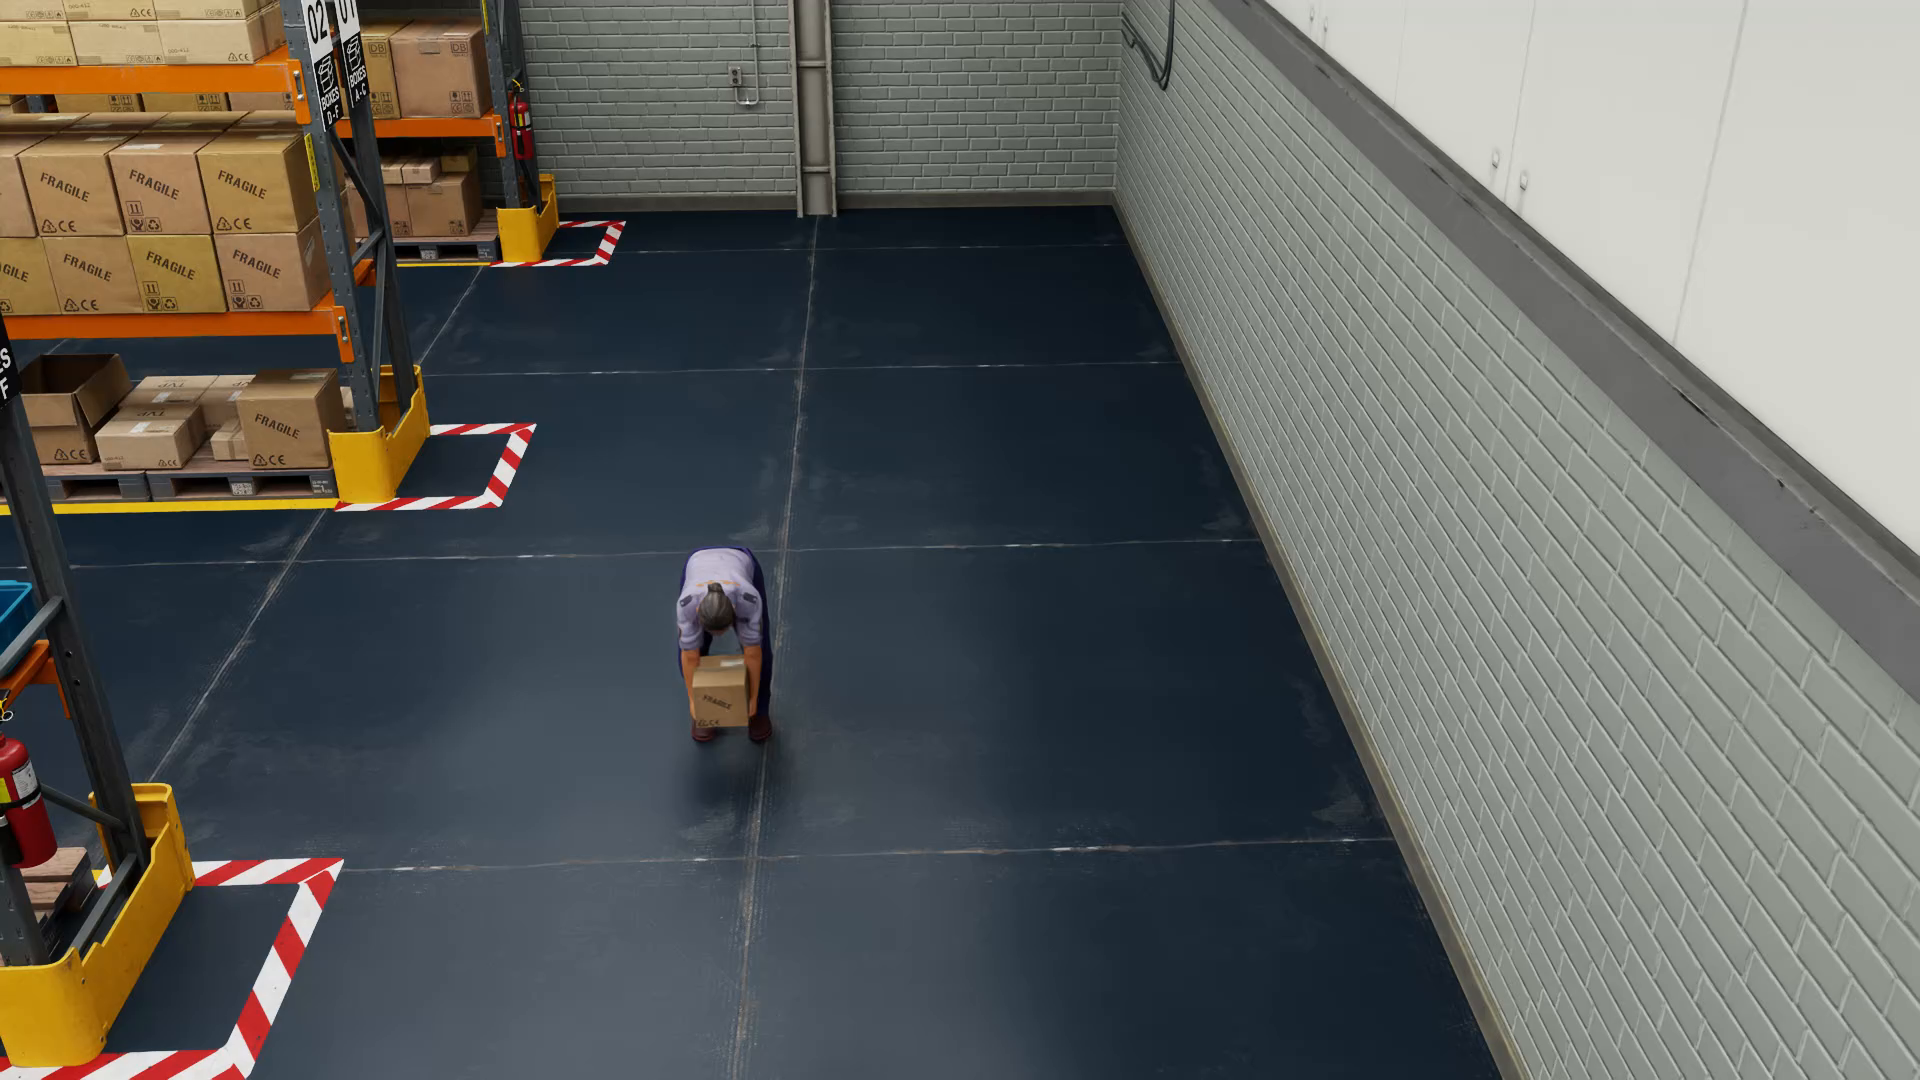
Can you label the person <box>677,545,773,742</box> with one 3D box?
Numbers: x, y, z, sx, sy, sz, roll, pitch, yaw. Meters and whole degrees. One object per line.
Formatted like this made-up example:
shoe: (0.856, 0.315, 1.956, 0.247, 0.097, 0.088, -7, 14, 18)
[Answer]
person: (-1.161, 0.577, 8.121, 0.460, 1.111, 0.853, -2, 28, -4)
